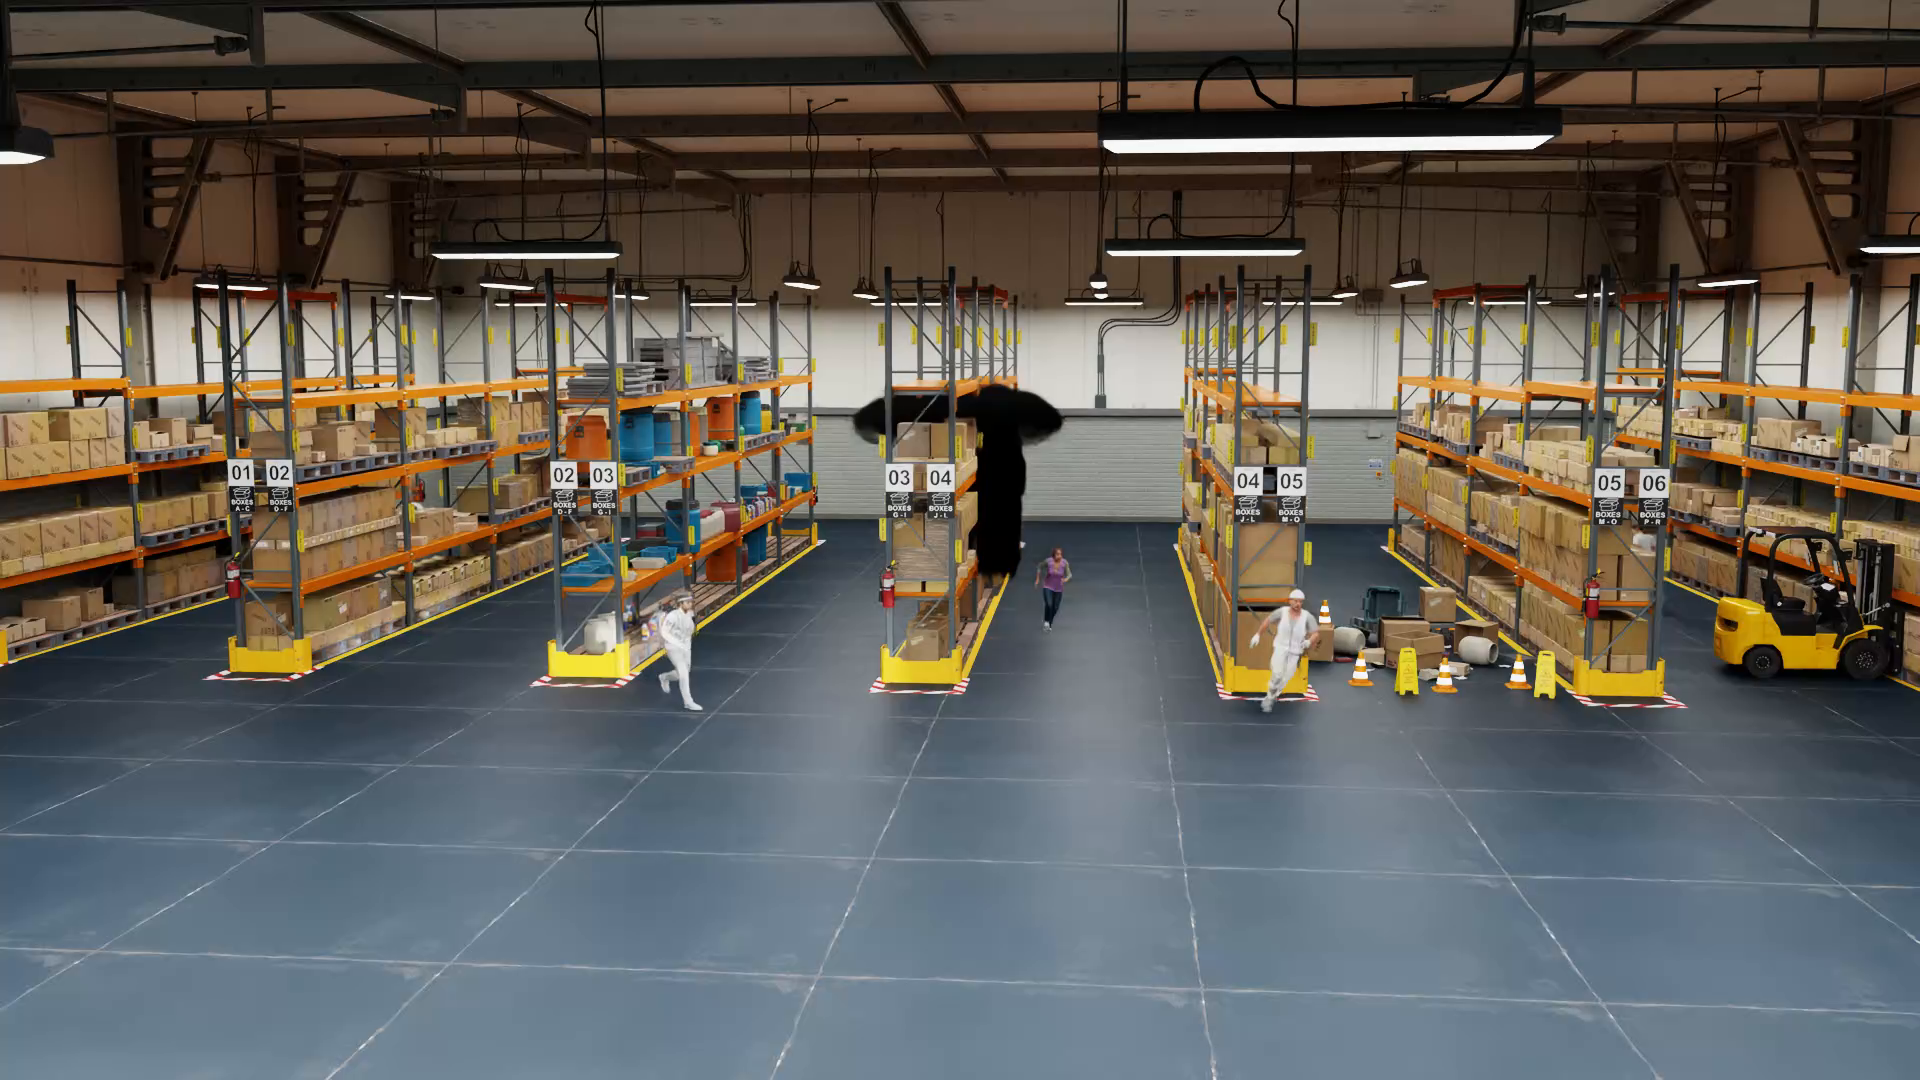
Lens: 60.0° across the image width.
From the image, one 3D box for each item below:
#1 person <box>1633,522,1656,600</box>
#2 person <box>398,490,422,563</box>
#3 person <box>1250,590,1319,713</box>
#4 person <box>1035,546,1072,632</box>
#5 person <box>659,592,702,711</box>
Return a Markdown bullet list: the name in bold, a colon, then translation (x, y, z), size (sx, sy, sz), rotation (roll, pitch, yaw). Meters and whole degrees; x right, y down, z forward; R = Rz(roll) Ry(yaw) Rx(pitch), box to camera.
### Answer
- **person**: translation (12.803, 0.445, 31.064), size (0.559, 1.617, 0.735), rotation (-1, 7, -12)
- **person**: translation (-12.023, -0.247, 36.369), size (0.594, 1.717, 0.695), rotation (-1, 7, -5)
- **person**: translation (4.354, 1.492, 22.163), size (0.838, 1.691, 0.726), rotation (0, 7, -4)
- **person**: translation (1.531, 0.810, 27.172), size (0.535, 1.465, 0.883), rotation (-1, 7, -11)
- **person**: translation (-3.867, 1.481, 22.501), size (0.762, 1.640, 0.605), rotation (6, 9, 42)
